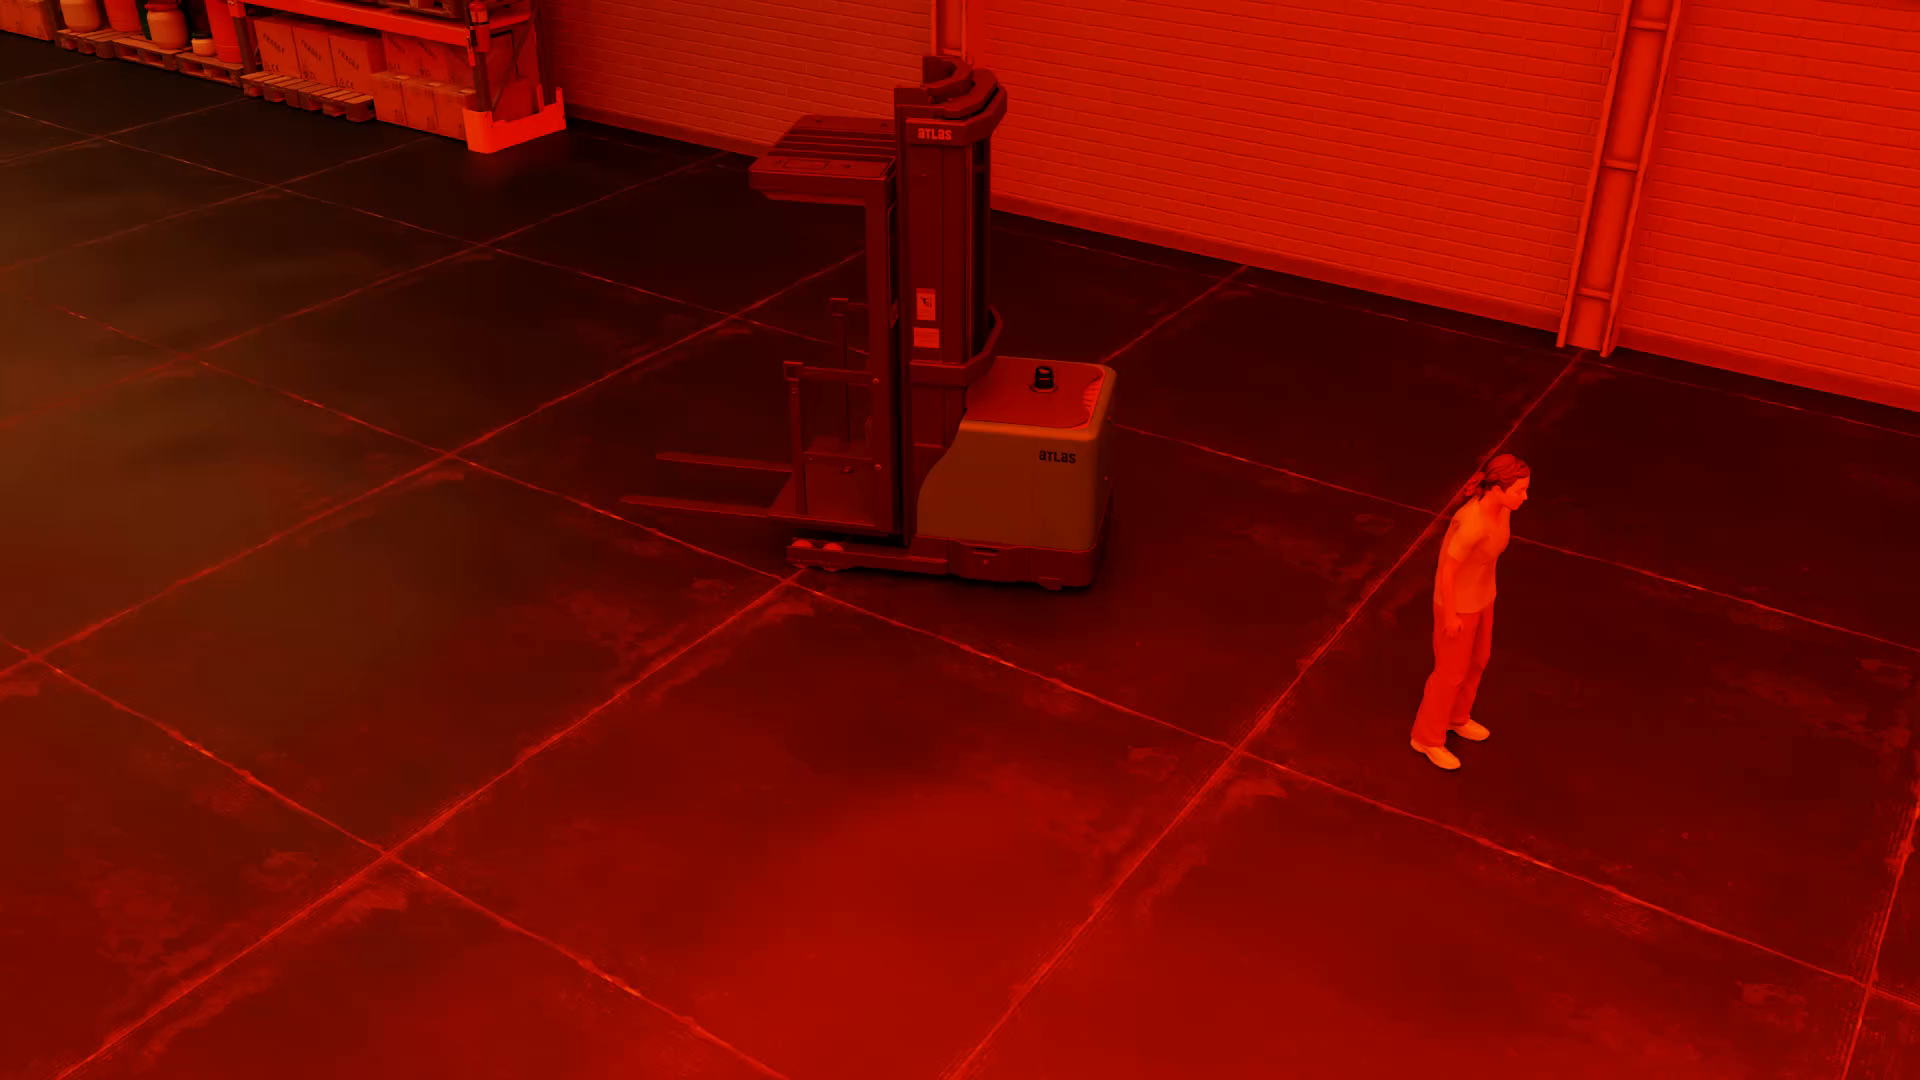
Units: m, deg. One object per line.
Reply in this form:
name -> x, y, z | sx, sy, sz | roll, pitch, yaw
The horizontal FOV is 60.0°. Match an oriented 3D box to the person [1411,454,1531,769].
person -> 2.544, 0.318, 8.287 | 0.352, 1.673, 0.502 | 23, 37, 34

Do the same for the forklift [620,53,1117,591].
forklift -> -0.596, -1.330, 9.871 | 3.031, 2.935, 1.130 | 6, 31, 10
